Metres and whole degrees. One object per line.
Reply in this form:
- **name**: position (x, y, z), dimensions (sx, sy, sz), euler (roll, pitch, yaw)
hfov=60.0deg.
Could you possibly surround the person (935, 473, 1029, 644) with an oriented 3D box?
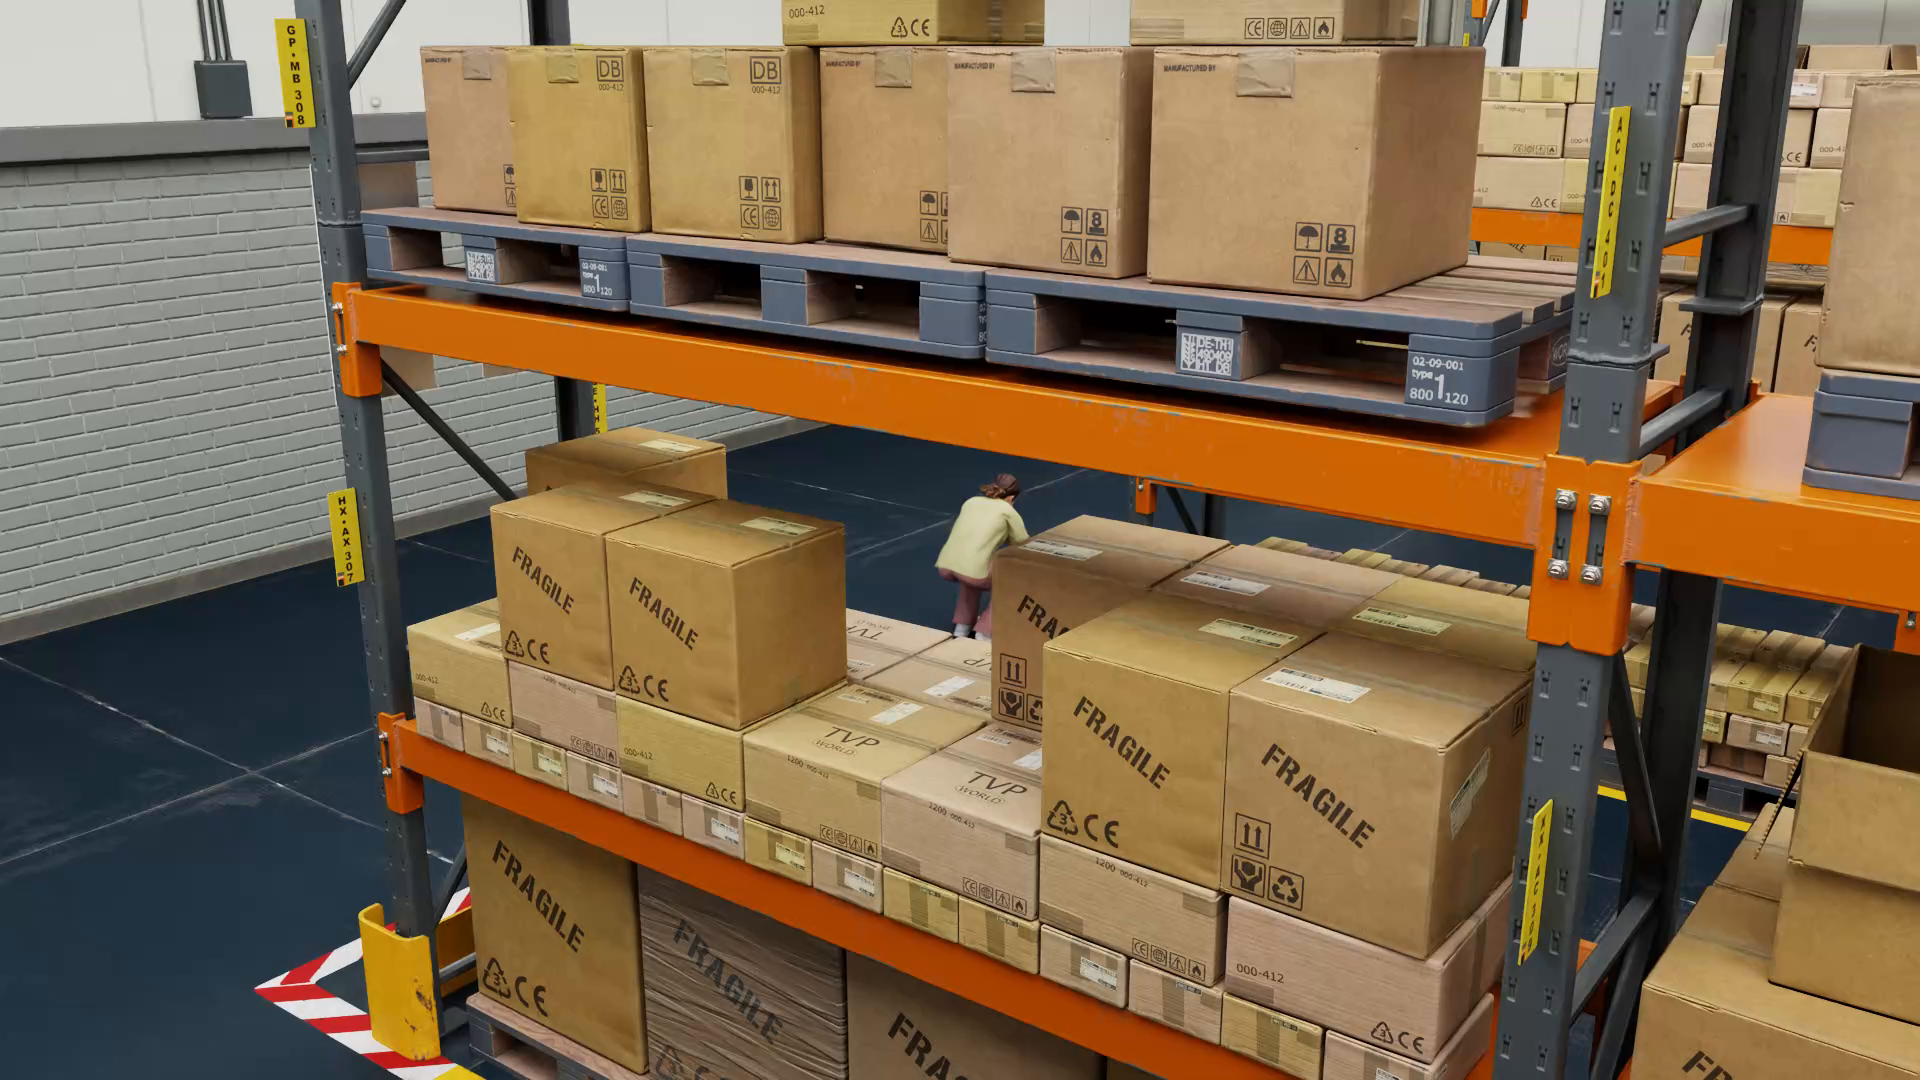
- **person**: position (0.150, 0.116, 10.383), dimensions (0.494, 0.976, 0.783), euler (12, 21, 35)
